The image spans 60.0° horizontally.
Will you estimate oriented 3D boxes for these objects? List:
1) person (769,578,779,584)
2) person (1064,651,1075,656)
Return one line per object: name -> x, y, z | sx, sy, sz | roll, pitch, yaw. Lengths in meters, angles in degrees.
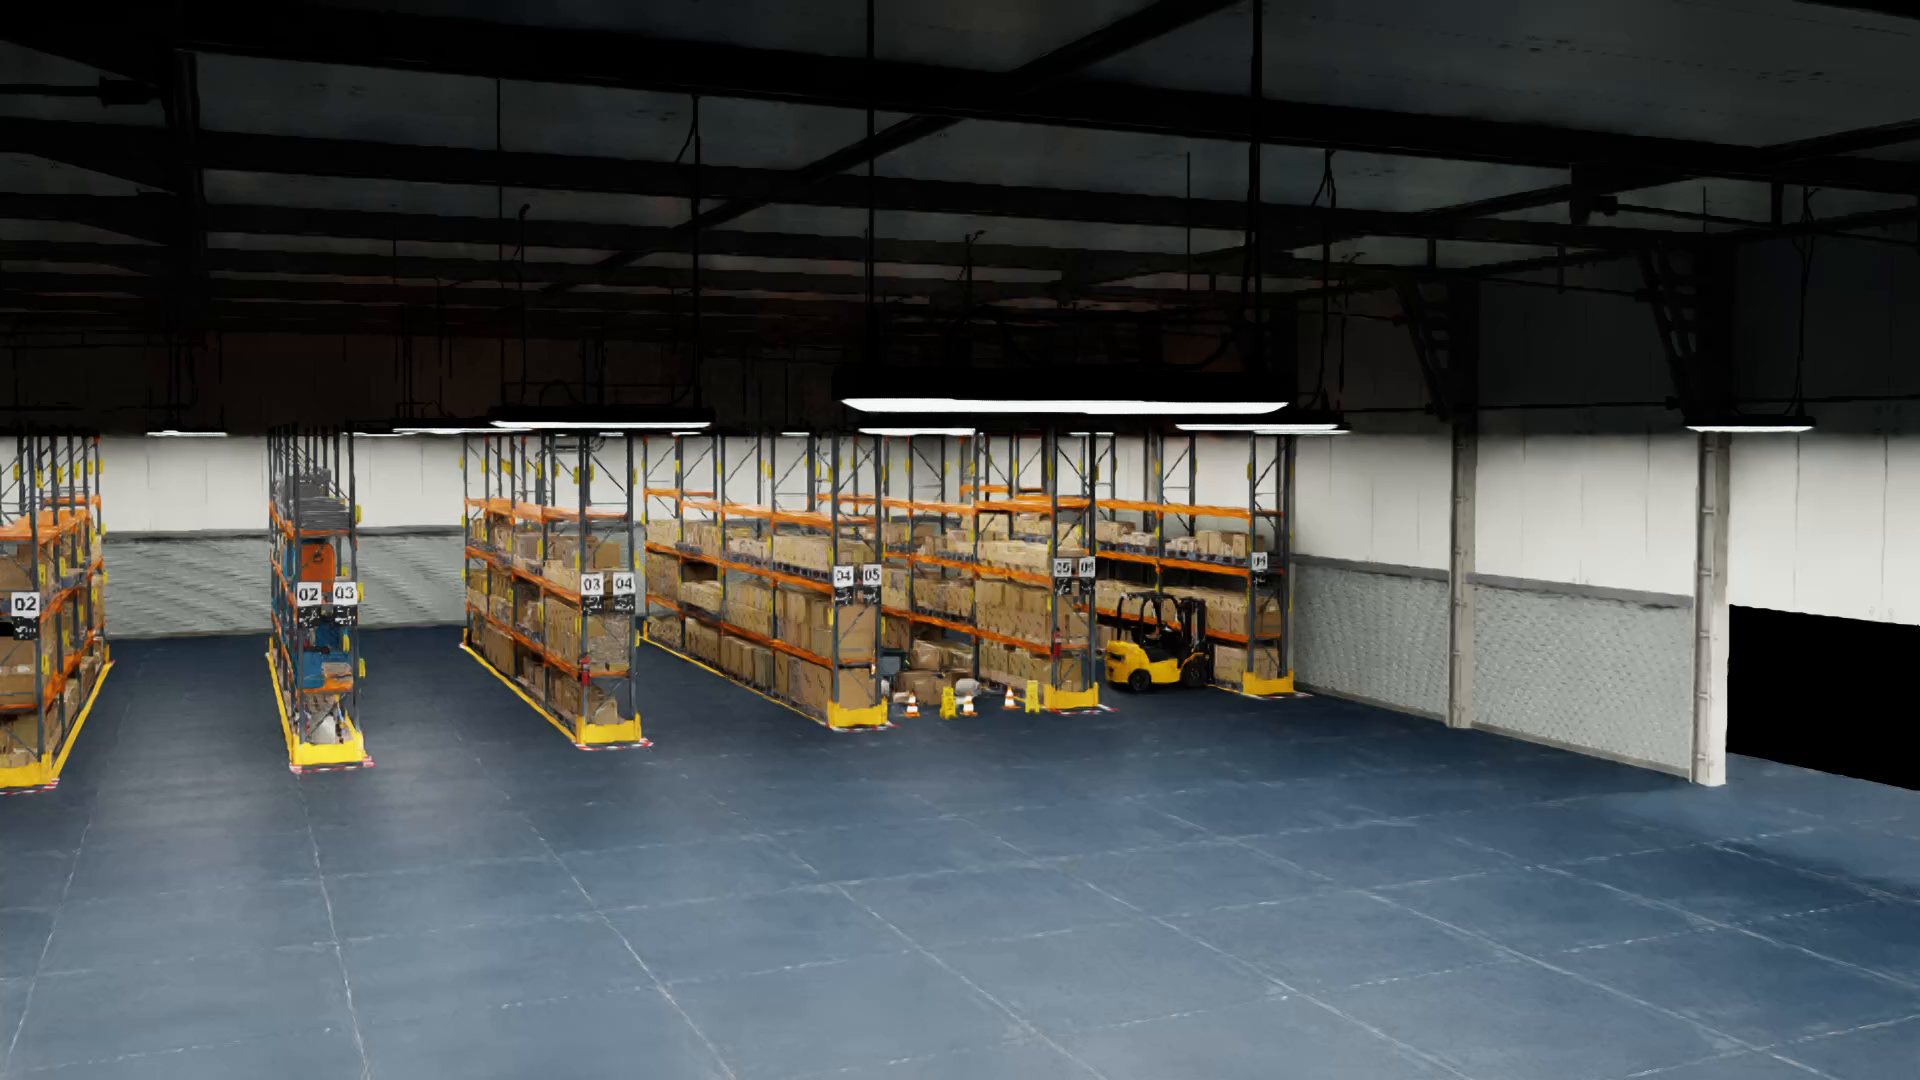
person -> -5.581, 1.823, 50.418 | 0.571, 1.666, 0.534 | 3, 4, 38
person -> 2.630, 2.412, 40.995 | 0.511, 1.596, 0.494 | 0, 4, 6
